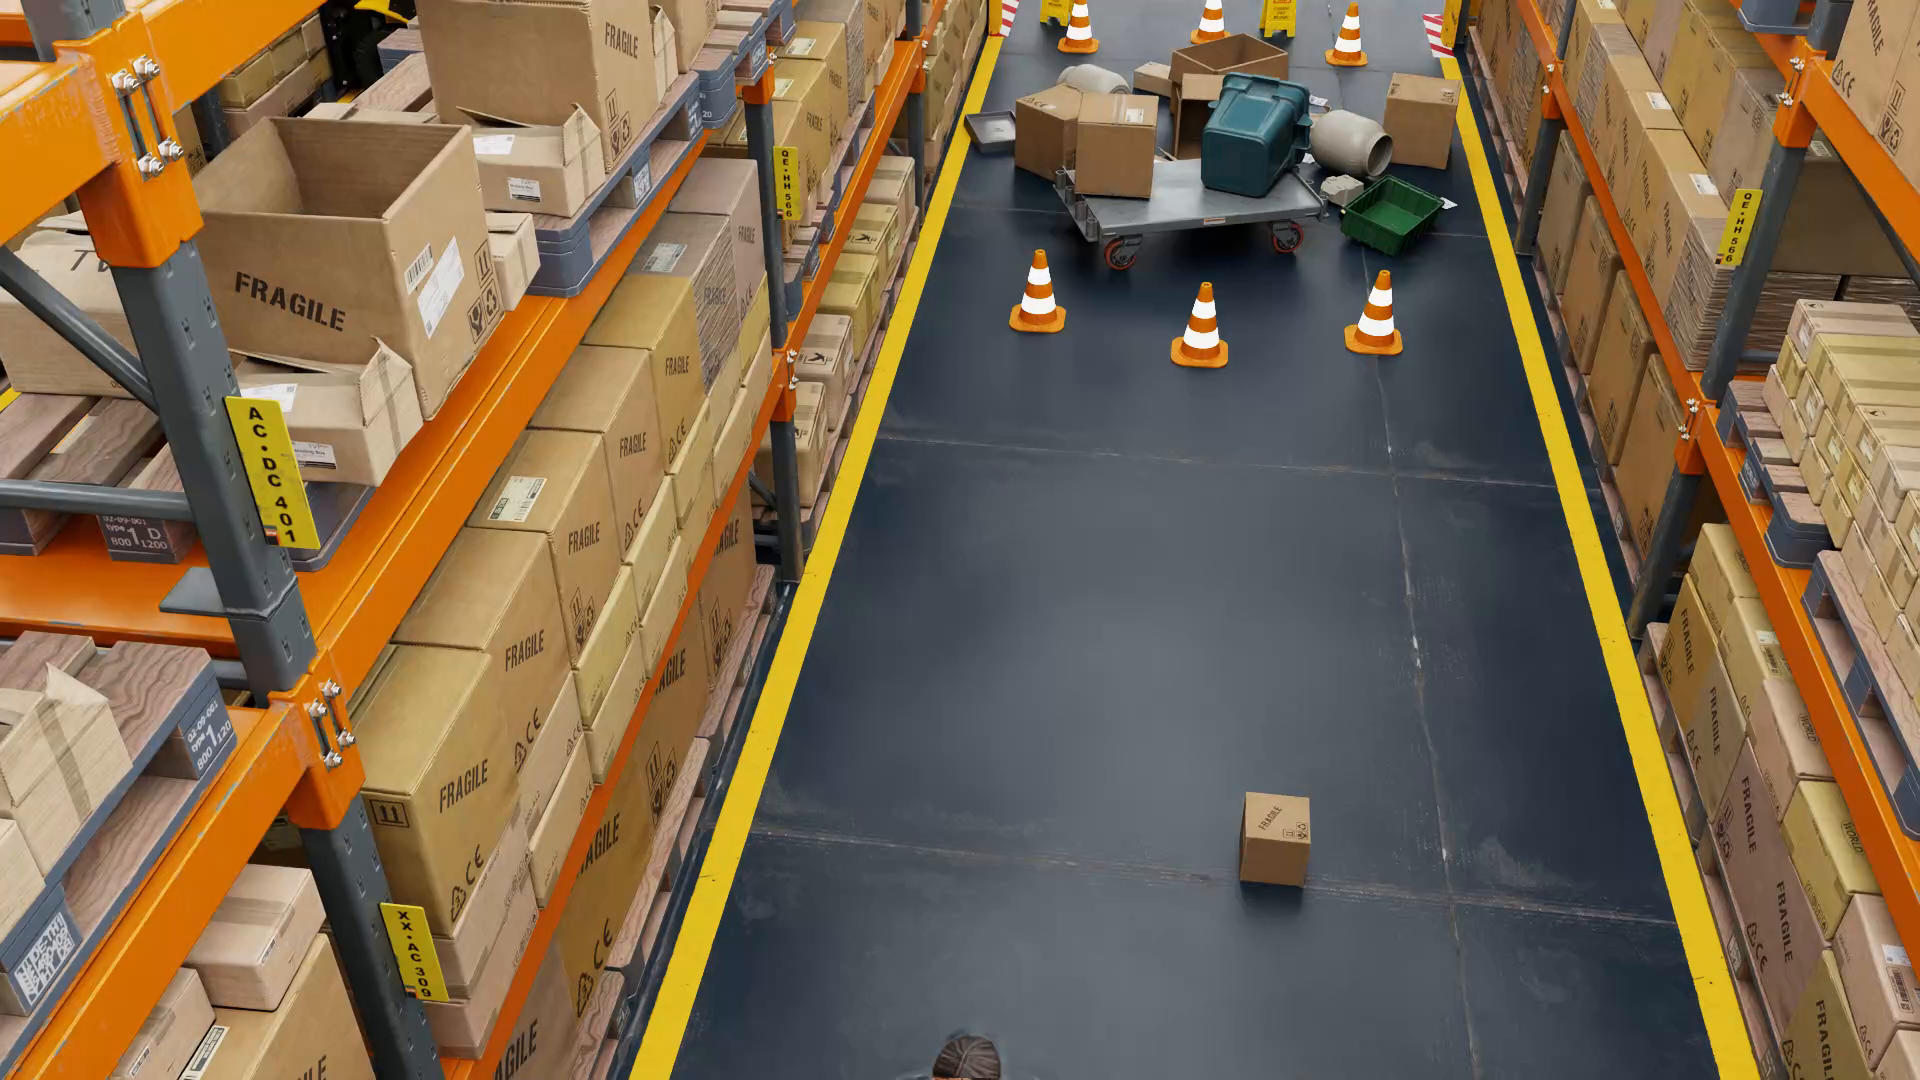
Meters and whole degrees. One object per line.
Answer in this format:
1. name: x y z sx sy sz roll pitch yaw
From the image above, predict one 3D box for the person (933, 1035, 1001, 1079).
1. person: -0.032 1.911 4.451 0.496 1.563 1.030 10 38 14
